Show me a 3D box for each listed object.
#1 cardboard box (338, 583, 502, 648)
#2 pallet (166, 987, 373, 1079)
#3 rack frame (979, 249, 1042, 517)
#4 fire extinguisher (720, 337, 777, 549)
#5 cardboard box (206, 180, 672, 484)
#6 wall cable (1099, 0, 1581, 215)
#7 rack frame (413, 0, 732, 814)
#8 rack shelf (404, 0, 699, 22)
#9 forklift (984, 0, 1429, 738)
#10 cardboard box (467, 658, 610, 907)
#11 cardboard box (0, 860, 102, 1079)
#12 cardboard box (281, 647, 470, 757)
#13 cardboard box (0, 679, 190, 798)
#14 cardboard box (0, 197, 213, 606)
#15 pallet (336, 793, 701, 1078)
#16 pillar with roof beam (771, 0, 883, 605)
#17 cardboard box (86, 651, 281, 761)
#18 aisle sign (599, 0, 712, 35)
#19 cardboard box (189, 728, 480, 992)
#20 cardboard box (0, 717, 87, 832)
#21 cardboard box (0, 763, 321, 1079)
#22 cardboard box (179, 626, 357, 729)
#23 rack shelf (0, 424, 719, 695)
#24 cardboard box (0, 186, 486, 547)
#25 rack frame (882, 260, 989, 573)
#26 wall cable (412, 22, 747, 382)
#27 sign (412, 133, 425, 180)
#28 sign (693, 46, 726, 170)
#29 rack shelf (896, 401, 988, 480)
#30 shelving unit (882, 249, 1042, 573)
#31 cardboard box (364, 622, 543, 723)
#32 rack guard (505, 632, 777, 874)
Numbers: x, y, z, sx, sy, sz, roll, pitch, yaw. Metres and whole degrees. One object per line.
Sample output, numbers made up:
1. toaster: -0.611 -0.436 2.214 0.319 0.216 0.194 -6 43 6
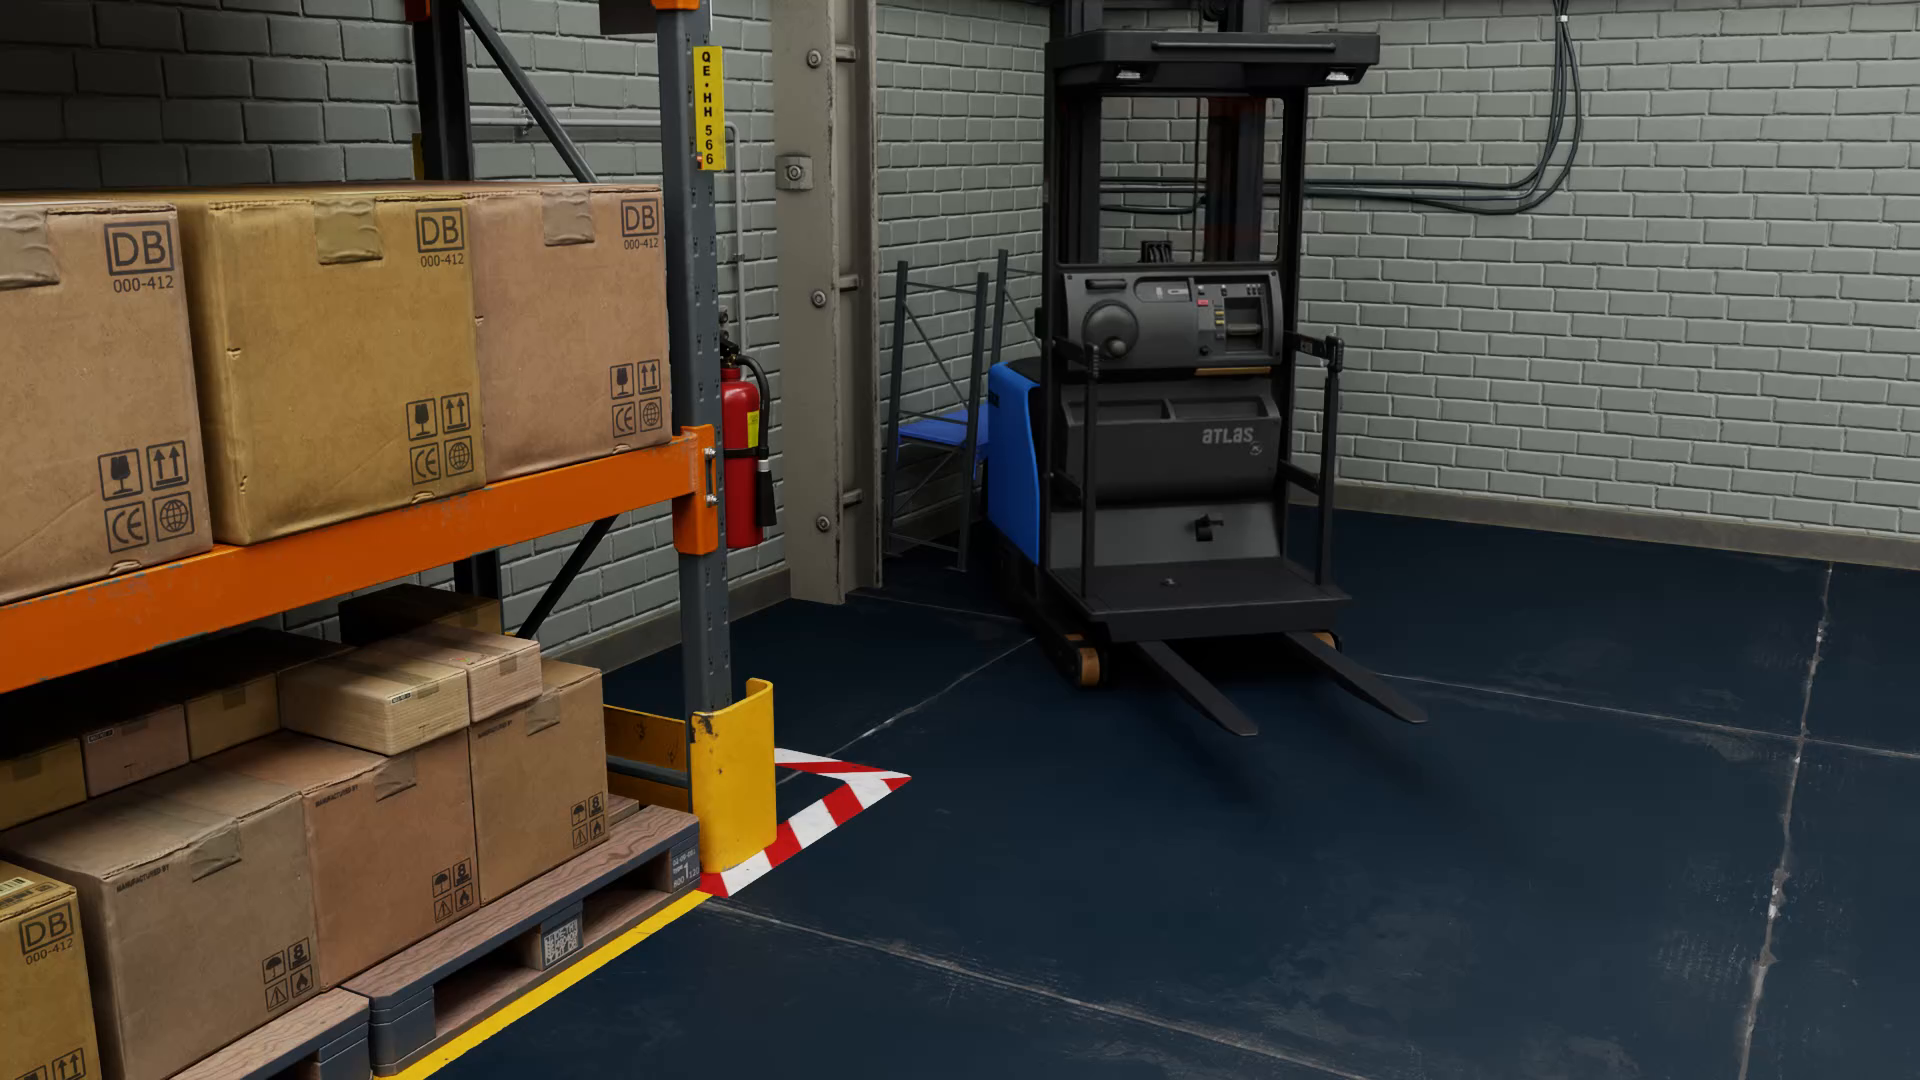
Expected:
1. cardboard box: -1.518 0.242 4.681 0.380 0.149 0.250 7 15 28
2. pallet: -2.061 1.218 3.531 1.003 0.211 1.213 7 15 28
3. rack frame: 0.381 -0.810 9.113 0.500 1.500 0.032 13 18 28
4. fire extinguisher: -0.676 -0.320 4.920 0.296 0.674 0.183 7 15 28
5. cardboard box: -1.390 -0.600 4.482 0.980 0.700 0.700 8 16 31
6. wall cable: 1.895 -3.087 9.262 3.097 2.526 0.112 7 15 28
7. rack frame: -1.153 -0.560 4.956 1.000 3.000 0.127 7 15 28
8. rack shelf: -2.119 -1.258 2.987 1.077 0.370 4.000 7 15 28
9. forklift: 0.929 -0.932 6.645 1.130 2.935 3.031 -3 14 -12
10. cardboard box: -1.403 0.606 4.557 0.700 0.500 0.500 7 15 28
11. cardboard box: -2.139 0.922 3.246 0.700 0.500 0.500 8 16 29
12. cardboard box: -1.429 0.390 4.068 0.380 0.149 0.250 8 16 30
13. cardboard box: -2.006 0.450 3.820 0.380 0.149 0.250 8 16 29
14. cardboard box: -2.109 -0.294 3.213 0.980 0.700 0.700 7 15 25
15. pallet: -1.471 0.969 4.565 1.003 0.211 1.213 7 15 28
16. pillar with roof beam: 3.164 -3.641 4.934 9.100 9.000 0.400 7 15 28
17. cardboard box: -1.884 0.398 4.037 0.380 0.149 0.250 8 15 29
18. aisle sign: -0.855 -1.804 4.571 0.394 0.787 0.004 7 15 28
19. cardboard box: -1.645 0.709 4.131 0.700 0.500 0.500 7 15 28
20. cardboard box: -2.129 0.503 3.602 0.380 0.149 0.250 8 15 29
21. cardboard box: -1.888 0.812 3.703 0.700 0.500 0.500 7 15 26
22. cardboard box: -1.762 0.346 4.250 0.380 0.149 0.250 7 15 28
23. rack shelf: -2.119 0.200 3.338 1.077 0.370 4.000 7 15 28
24. cardboard box: -1.732 -0.449 3.858 0.980 0.700 0.700 7 15 28
25. rack frame: -0.135 -0.605 8.262 0.500 1.500 0.032 13 18 28
26. wall cable: -1.362 -1.424 6.371 0.084 1.984 1.851 7 15 28
27. sign: -1.635 -1.083 5.111 0.100 0.325 0.005 7 15 28
28. sign: -0.684 -1.174 4.526 0.100 0.325 0.005 7 15 28
29. rack shelf: 0.111 -0.535 8.736 0.538 0.185 1.000 13 18 28
30. shelving unit: 0.123 -0.708 8.687 0.538 1.500 1.048 13 18 28
31. cardboard box: -1.306 0.338 4.286 0.380 0.149 0.250 7 15 27
32. rack guard: -1.141 0.650 5.269 1.175 0.500 0.348 7 15 28
